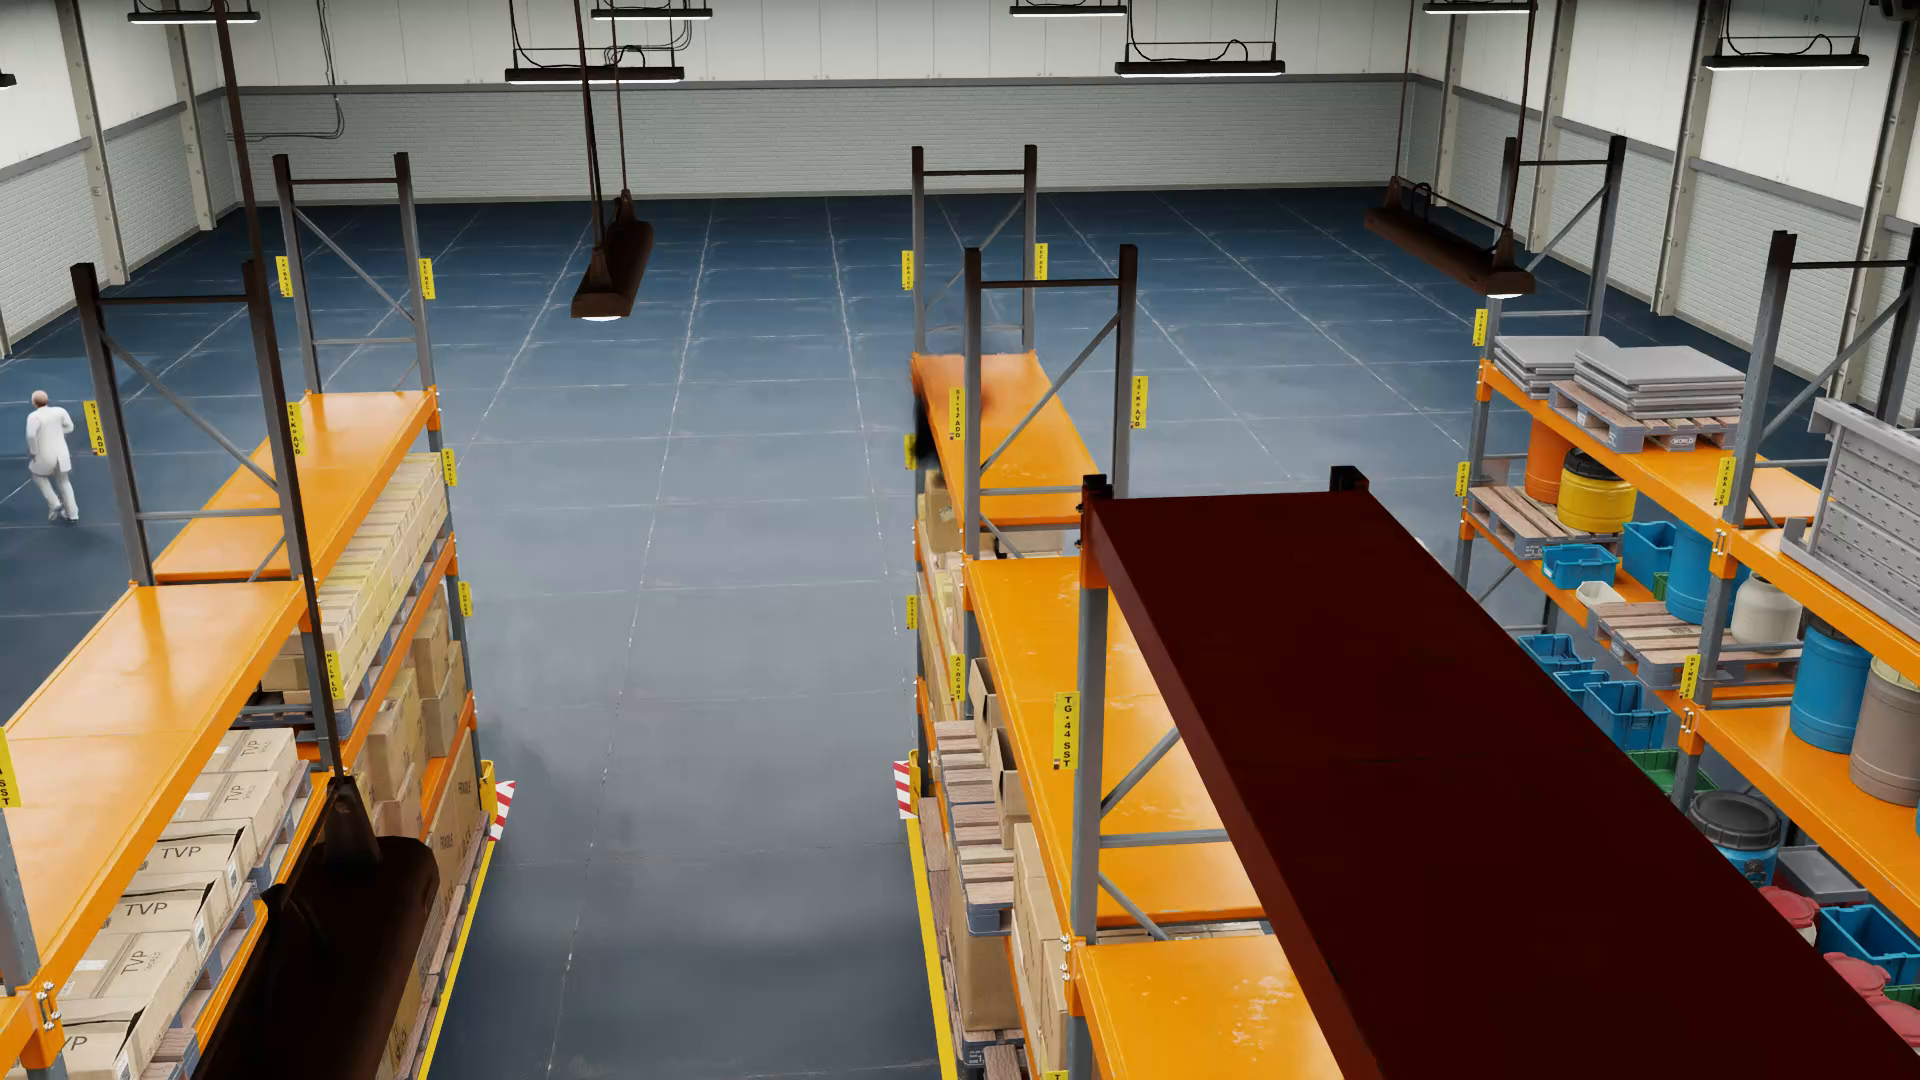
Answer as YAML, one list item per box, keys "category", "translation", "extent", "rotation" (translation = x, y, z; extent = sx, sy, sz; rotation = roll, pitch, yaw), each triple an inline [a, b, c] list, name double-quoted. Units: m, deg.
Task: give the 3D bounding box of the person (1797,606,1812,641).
- category: "person"
  translation: [9.187, 0.588, 17.853]
  extent: [0.642, 1.741, 0.681]
  rotation: [9, 23, 21]

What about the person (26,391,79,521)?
- category: "person"
  translation: [-12.077, -1.116, 22.096]
  extent: [0.763, 1.800, 0.703]
  rotation: [17, 27, 36]
